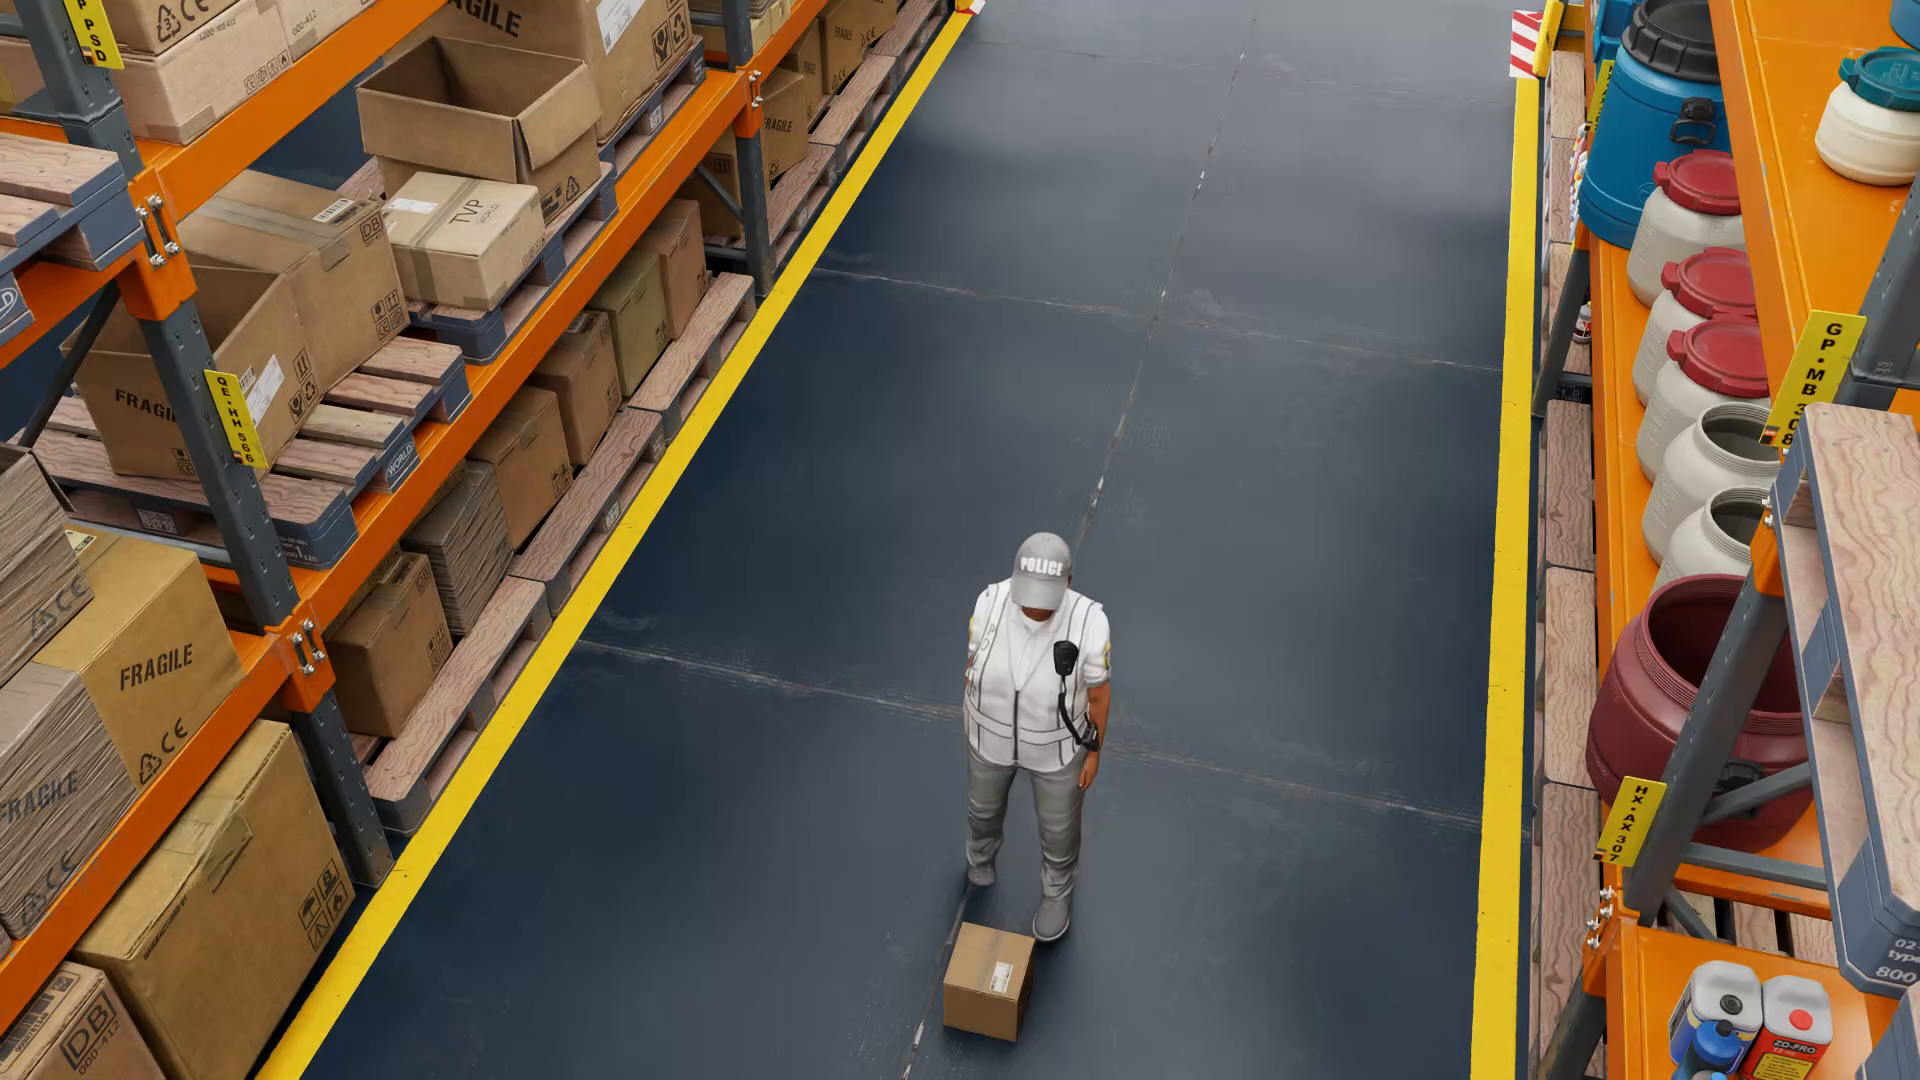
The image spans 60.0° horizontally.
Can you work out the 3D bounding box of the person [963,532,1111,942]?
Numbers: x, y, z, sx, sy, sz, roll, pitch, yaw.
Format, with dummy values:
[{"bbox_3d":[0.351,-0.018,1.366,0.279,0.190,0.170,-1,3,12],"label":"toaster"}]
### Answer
[{"bbox_3d":[0.232,0.668,5.444,0.485,1.721,0.386,11,42,12],"label":"person"}]
